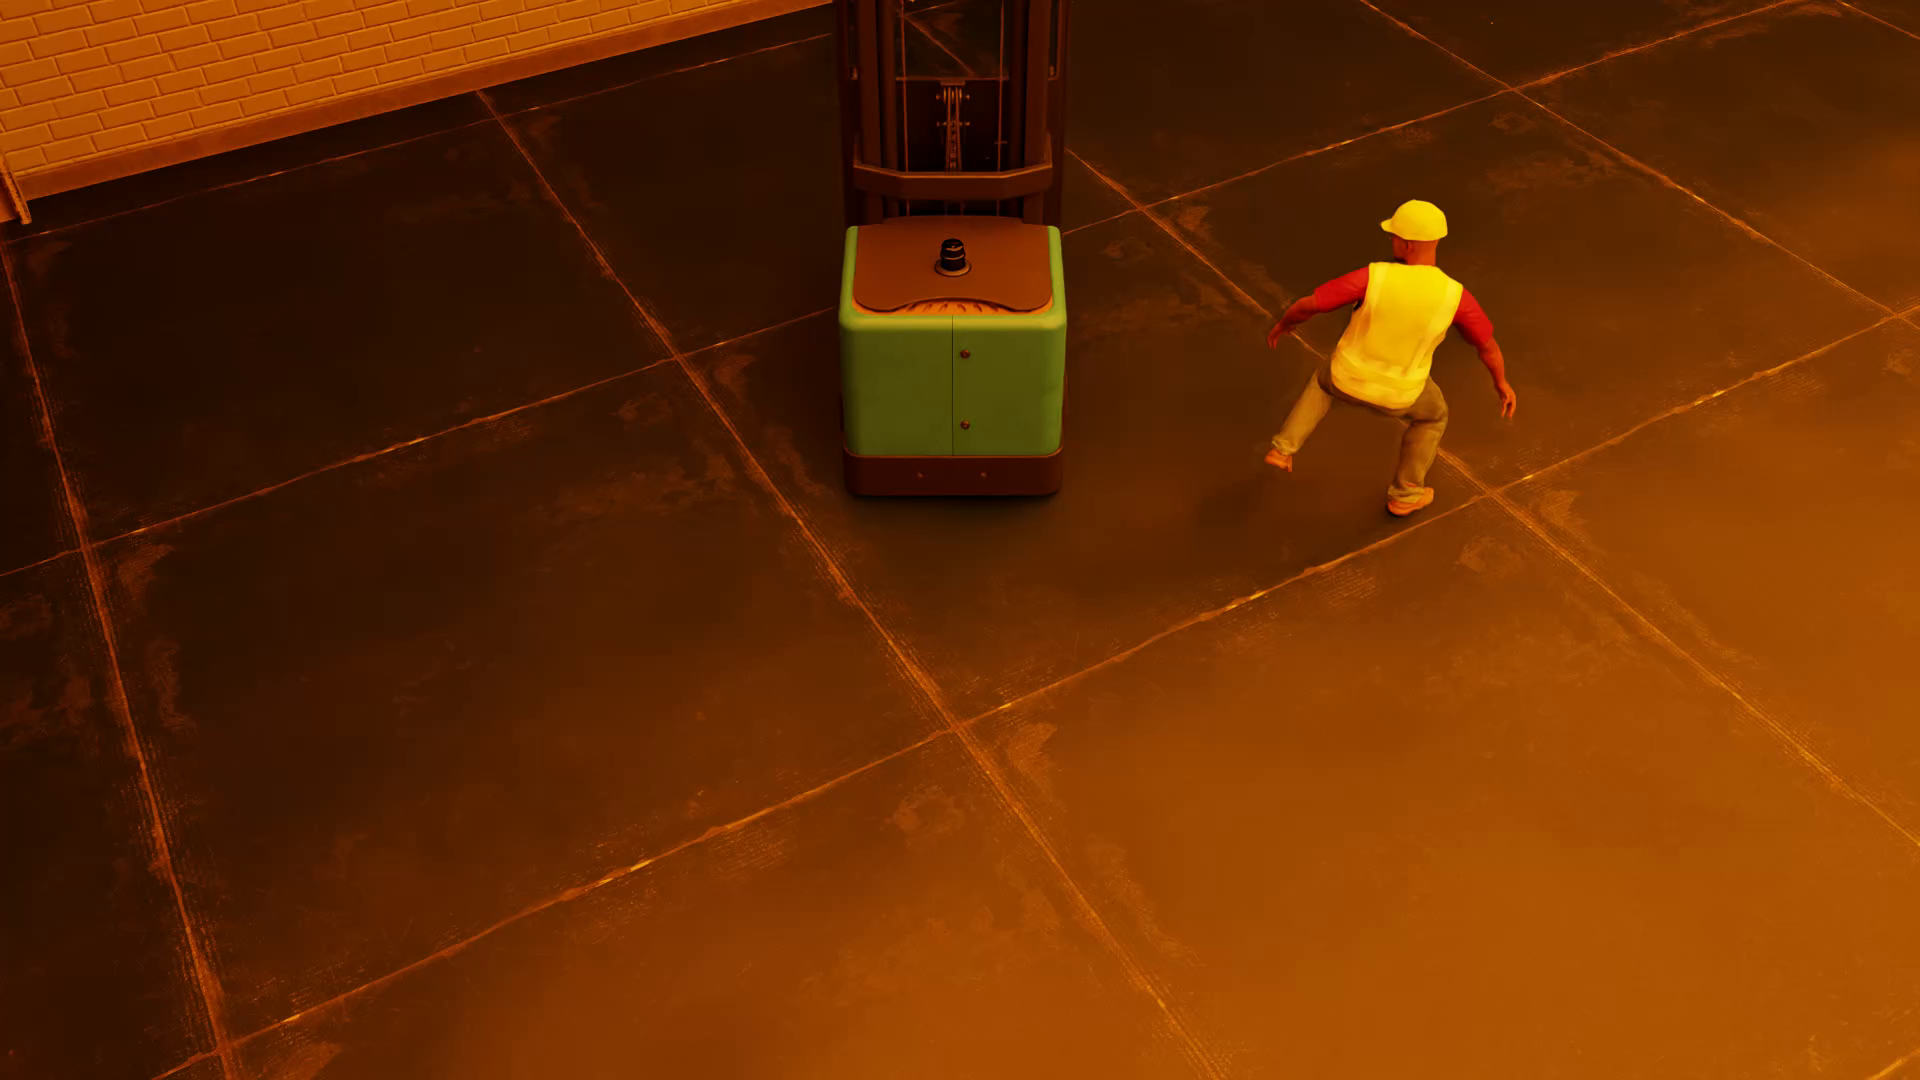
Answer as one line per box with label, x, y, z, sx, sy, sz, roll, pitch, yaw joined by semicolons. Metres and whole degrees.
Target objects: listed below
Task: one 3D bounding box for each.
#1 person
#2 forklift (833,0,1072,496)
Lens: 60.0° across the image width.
person;1.959;-0.791;7.543;1.127;1.641;0.503;17;45;17
forklift;-0.034;-2.265;8.140;1.130;2.935;3.031;0;43;0
